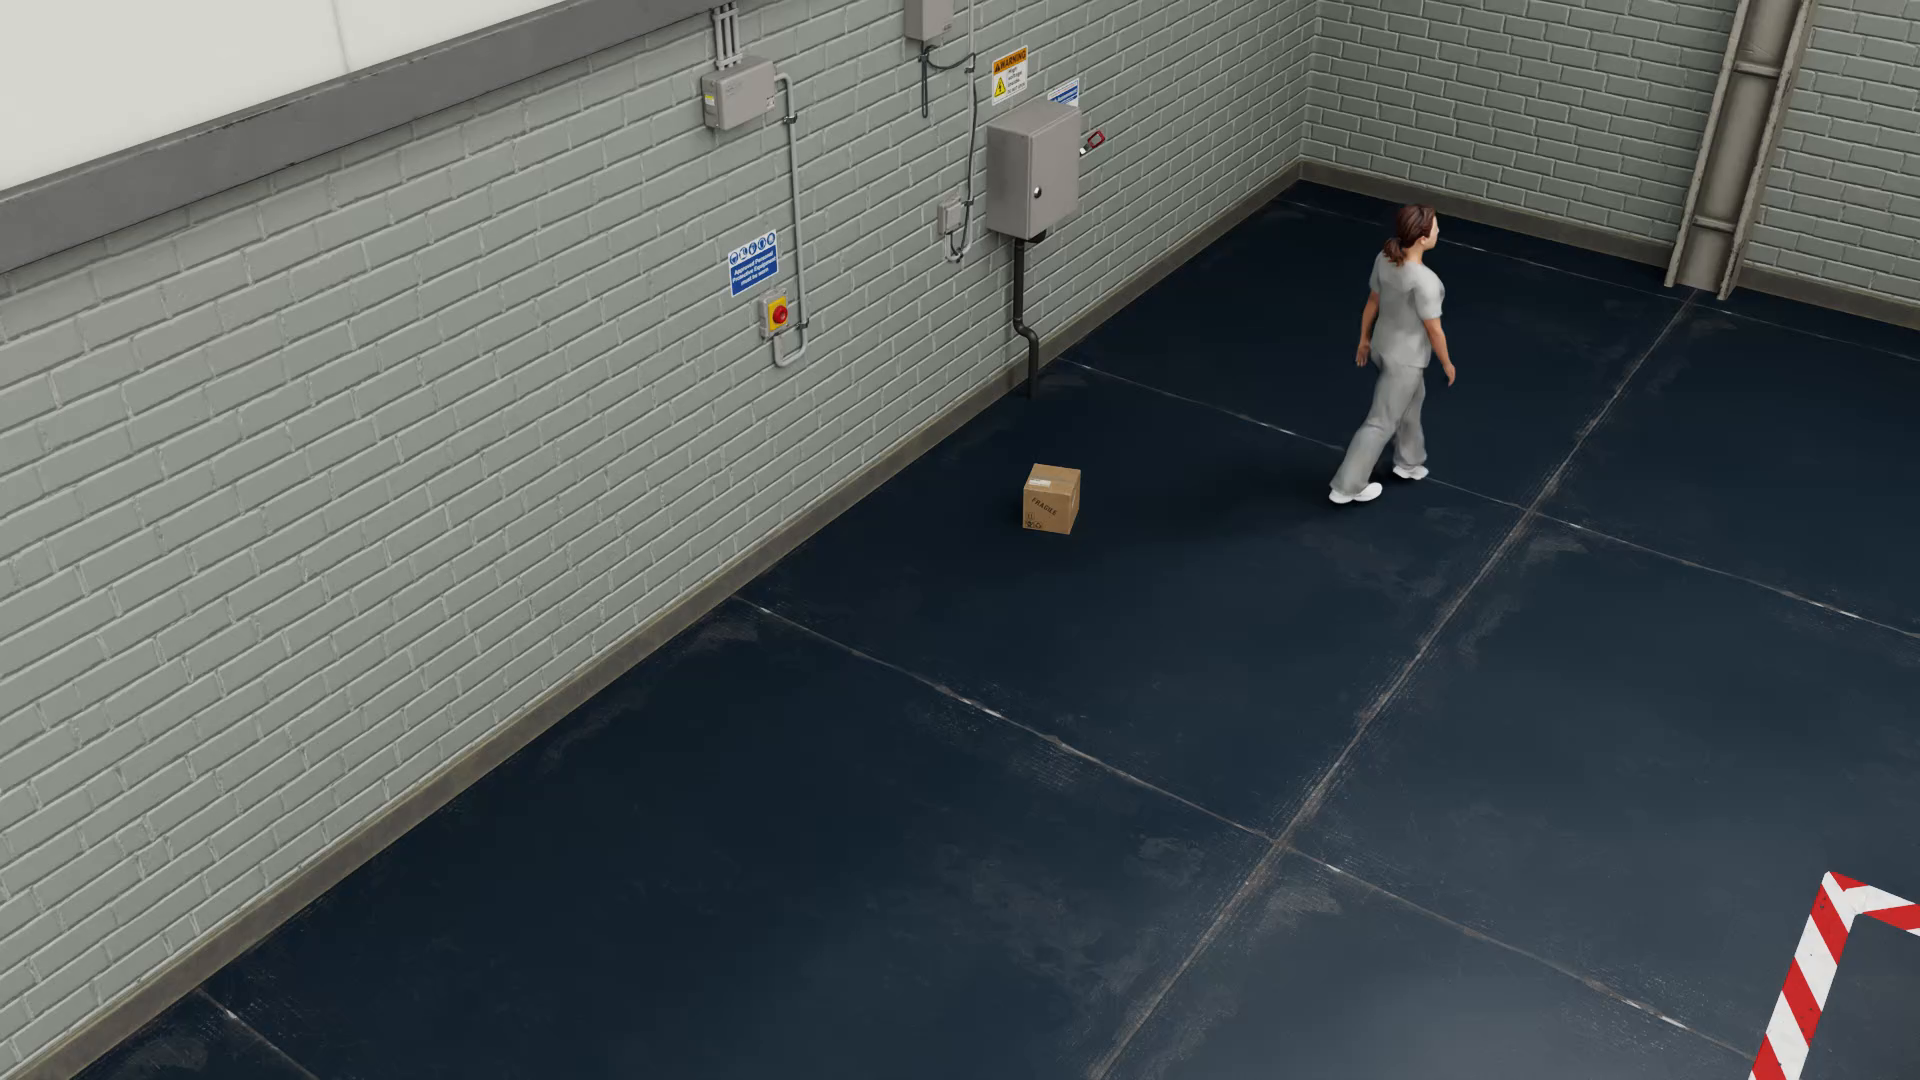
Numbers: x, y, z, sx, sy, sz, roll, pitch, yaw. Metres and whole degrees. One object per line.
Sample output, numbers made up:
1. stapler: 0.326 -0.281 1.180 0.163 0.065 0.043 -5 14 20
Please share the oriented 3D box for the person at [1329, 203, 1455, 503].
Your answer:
1. person: 2.295 -0.920 8.490 0.713 1.710 0.478 -11 36 -16
